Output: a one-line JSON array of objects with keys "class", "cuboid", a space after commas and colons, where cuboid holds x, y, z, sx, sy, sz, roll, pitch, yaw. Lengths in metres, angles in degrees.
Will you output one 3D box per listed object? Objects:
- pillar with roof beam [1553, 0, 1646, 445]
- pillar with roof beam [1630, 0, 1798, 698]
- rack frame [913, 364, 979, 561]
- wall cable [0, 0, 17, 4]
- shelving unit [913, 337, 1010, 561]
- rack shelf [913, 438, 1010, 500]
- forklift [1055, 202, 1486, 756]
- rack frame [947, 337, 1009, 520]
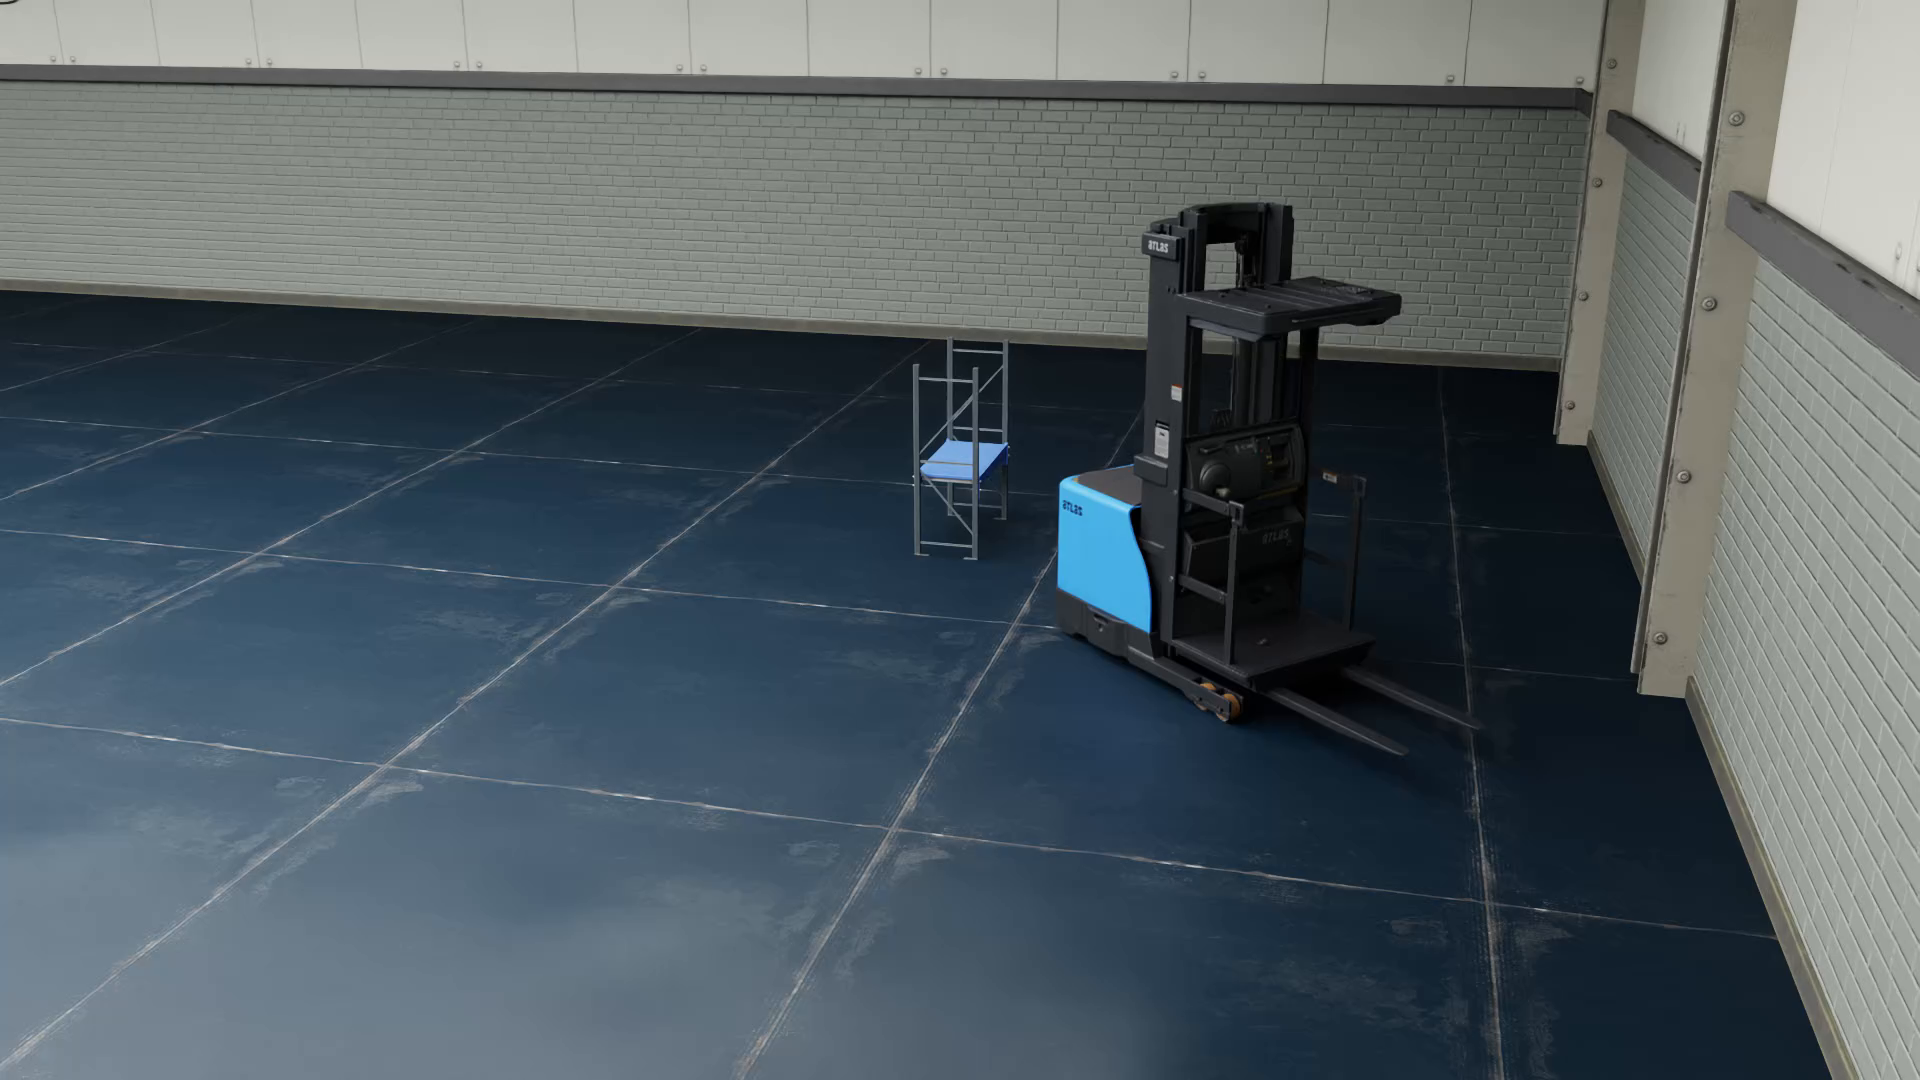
[{"class": "pillar with roof beam", "cuboid": [1.722, -5.570, 15.572, 9.100, 9.000, 0.400, 5, 19, 13]}, {"class": "pillar with roof beam", "cuboid": [0.256, -3.689, 10.066, 9.100, 9.000, 0.400, 5, 19, 13]}, {"class": "rack frame", "cuboid": [-0.103, -0.577, 12.557, 0.500, 1.500, 0.032, 5, 19, 13]}, {"class": "wall cable", "cuboid": [-13.445, -9.391, 21.498, 2.305, 6.003, 0.169, 5, 19, 13]}, {"class": "shelving unit", "cuboid": [0.021, -0.736, 13.023, 0.538, 1.500, 1.048, 5, 19, 13]}, {"class": "rack shelf", "cuboid": [0.021, -0.566, 13.082, 0.538, 0.185, 1.000, 5, 19, 13]}, {"class": "forklift", "cuboid": [1.871, -0.471, 10.031, 1.130, 2.935, 3.031, -12, 22, -31]}, {"class": "rack frame", "cuboid": [0.145, -0.896, 13.490, 0.500, 1.500, 0.032, 5, 19, 13]}]
